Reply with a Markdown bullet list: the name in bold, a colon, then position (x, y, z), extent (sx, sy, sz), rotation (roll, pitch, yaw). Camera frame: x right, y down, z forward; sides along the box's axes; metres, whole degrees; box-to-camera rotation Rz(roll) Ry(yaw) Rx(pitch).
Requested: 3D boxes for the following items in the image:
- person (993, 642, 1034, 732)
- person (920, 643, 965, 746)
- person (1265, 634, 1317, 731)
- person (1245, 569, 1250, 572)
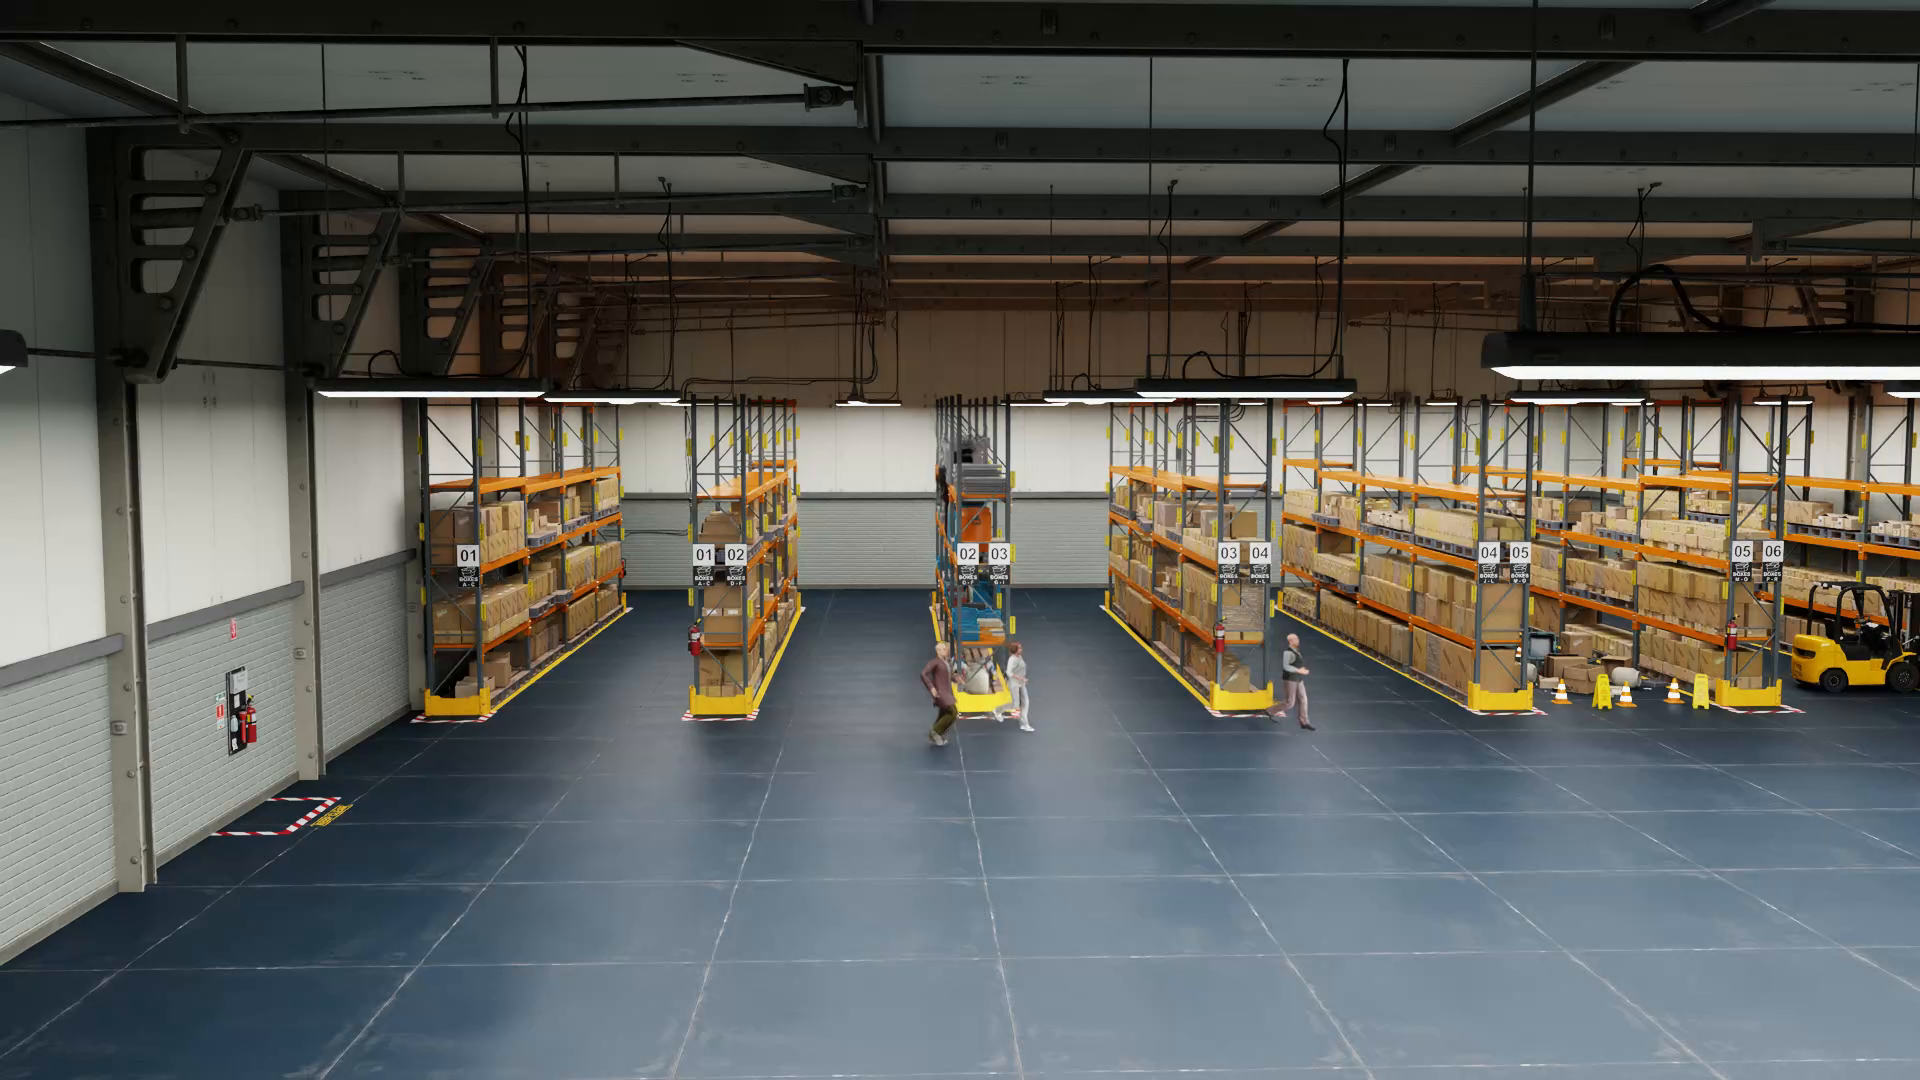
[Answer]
- **person**: position (0.973, 2.605, 29.660), extent (0.803, 1.587, 0.552), rotation (3, 5, 29)
- **person**: position (-0.255, 2.620, 28.180), extent (0.695, 1.741, 0.693), rotation (2, 5, 20)
- **person**: position (5.914, 2.530, 29.636), extent (0.944, 1.722, 0.675), rotation (3, 5, 32)
- **person**: position (7.985, 1.157, 46.925), extent (0.692, 1.777, 0.935), rotation (1, 5, 7)
